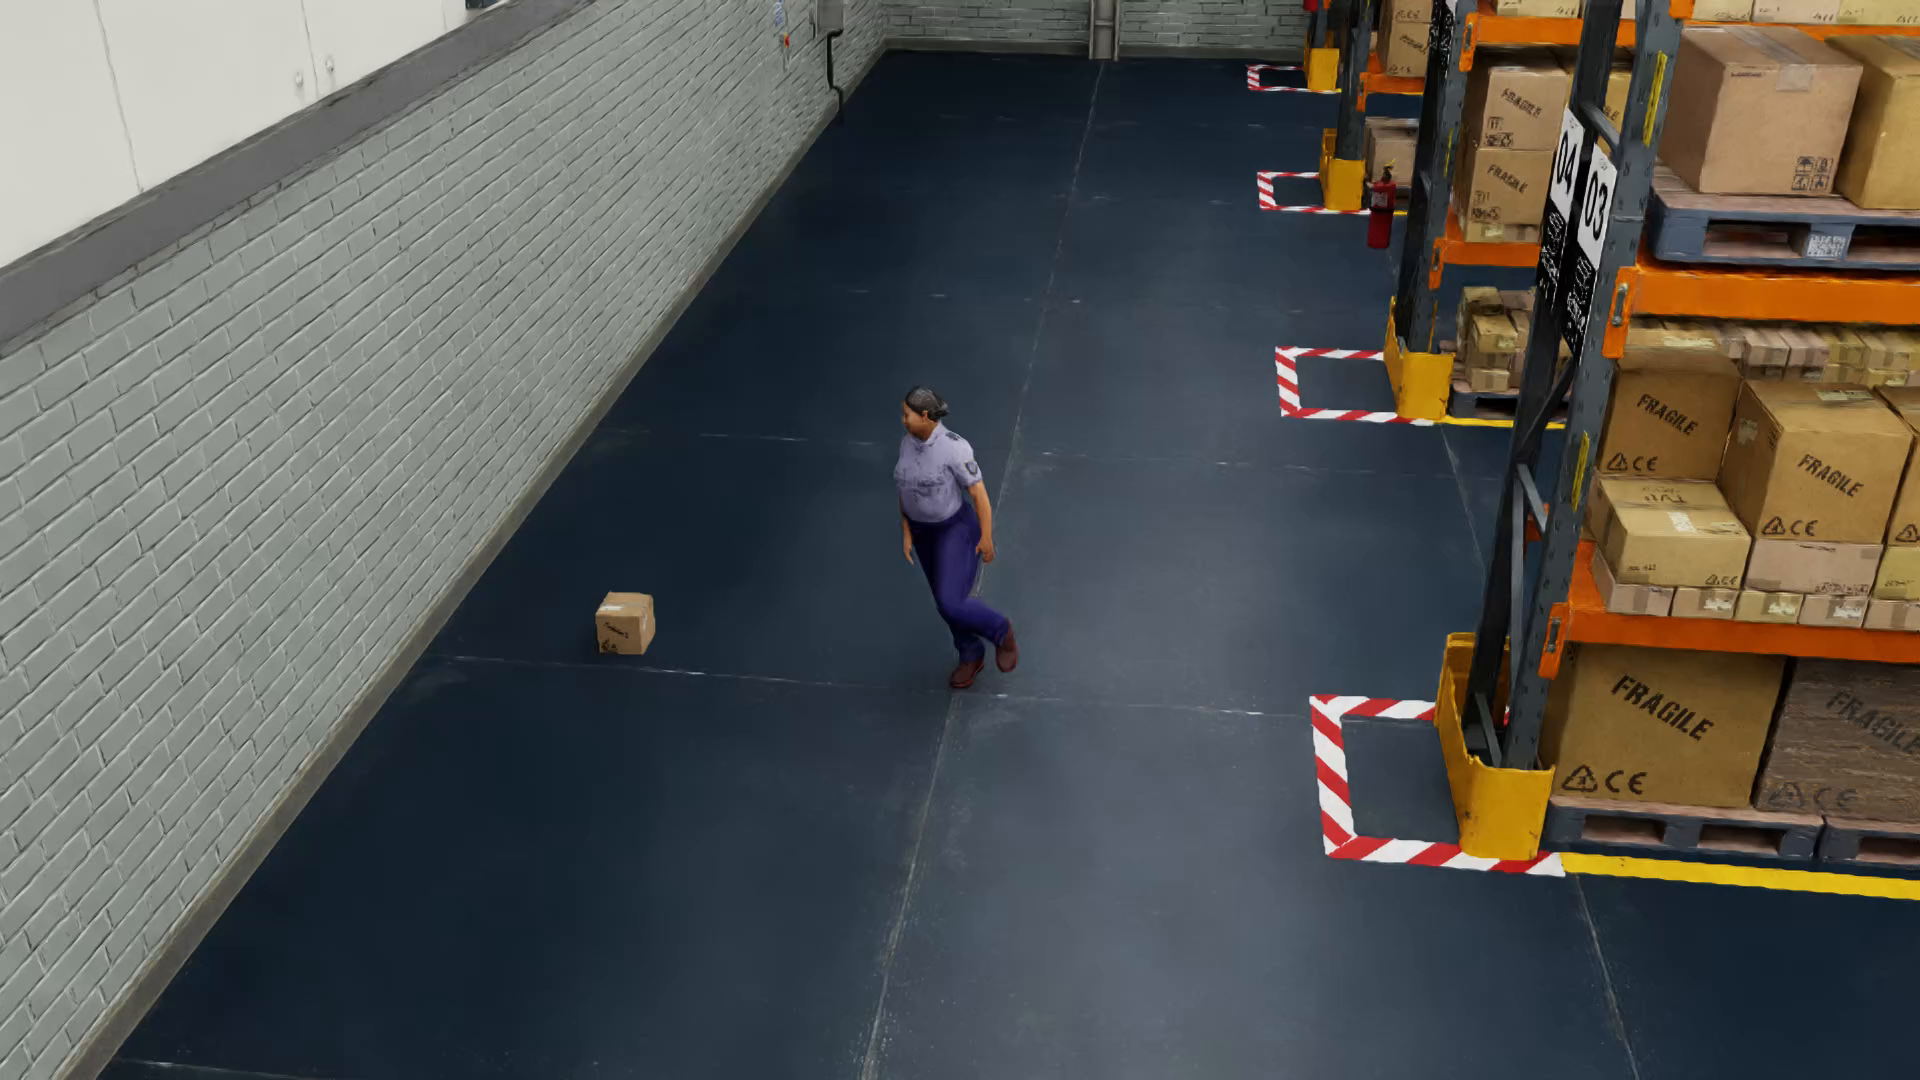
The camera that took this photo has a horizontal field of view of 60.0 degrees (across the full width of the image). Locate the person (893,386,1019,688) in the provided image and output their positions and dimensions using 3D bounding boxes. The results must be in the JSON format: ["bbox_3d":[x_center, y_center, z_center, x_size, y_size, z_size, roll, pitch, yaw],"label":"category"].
[{"bbox_3d":[-0.053,-0.001,8.646,0.698,1.606,0.490,22,36,35],"label":"person"}]
